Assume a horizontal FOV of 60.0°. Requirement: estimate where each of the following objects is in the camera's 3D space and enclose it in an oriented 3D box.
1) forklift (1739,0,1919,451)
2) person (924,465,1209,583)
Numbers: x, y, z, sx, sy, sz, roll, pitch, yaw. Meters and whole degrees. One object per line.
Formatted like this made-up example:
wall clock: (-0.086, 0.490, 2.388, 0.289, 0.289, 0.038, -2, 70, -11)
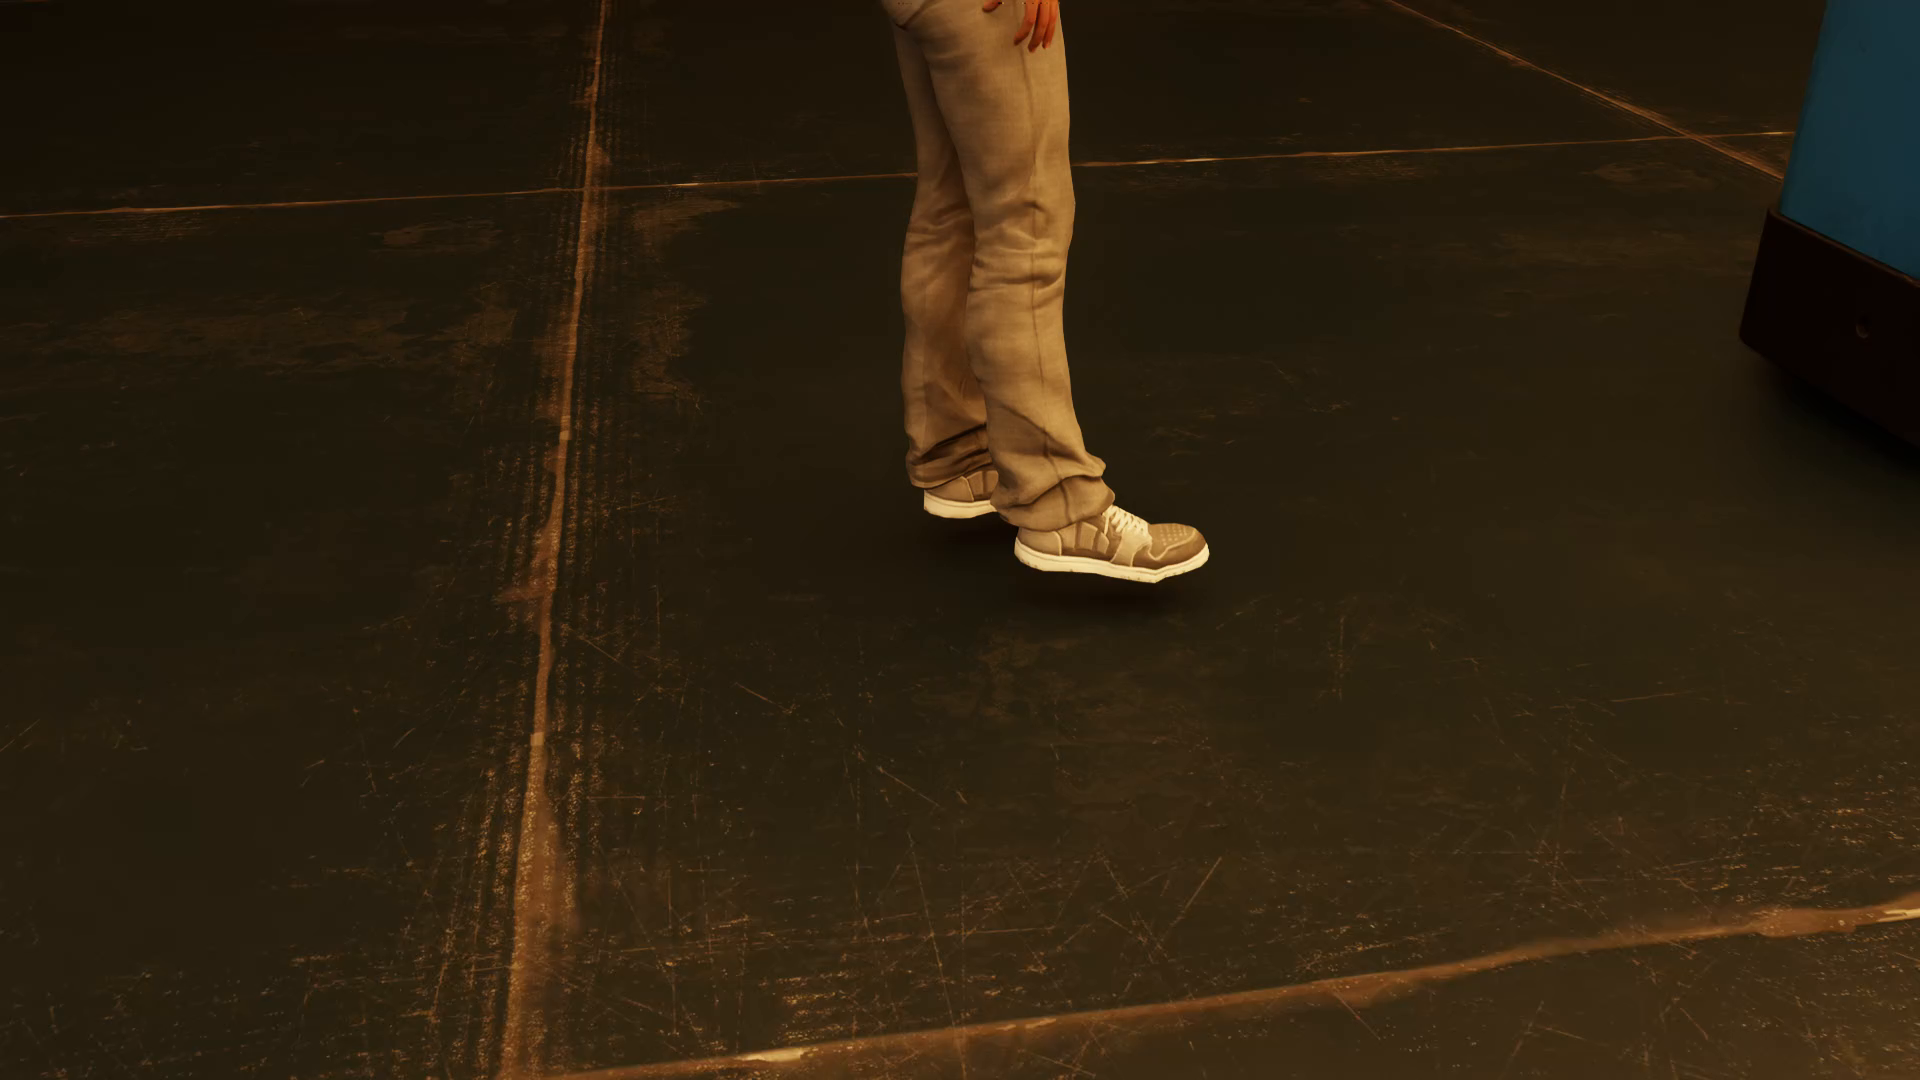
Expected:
forklift: (2.989, -1.512, 2.223, 3.031, 2.935, 1.130, -5, 28, -9)
person: (0.082, -0.643, 2.159, 0.459, 1.362, 0.521, -5, 28, -9)
